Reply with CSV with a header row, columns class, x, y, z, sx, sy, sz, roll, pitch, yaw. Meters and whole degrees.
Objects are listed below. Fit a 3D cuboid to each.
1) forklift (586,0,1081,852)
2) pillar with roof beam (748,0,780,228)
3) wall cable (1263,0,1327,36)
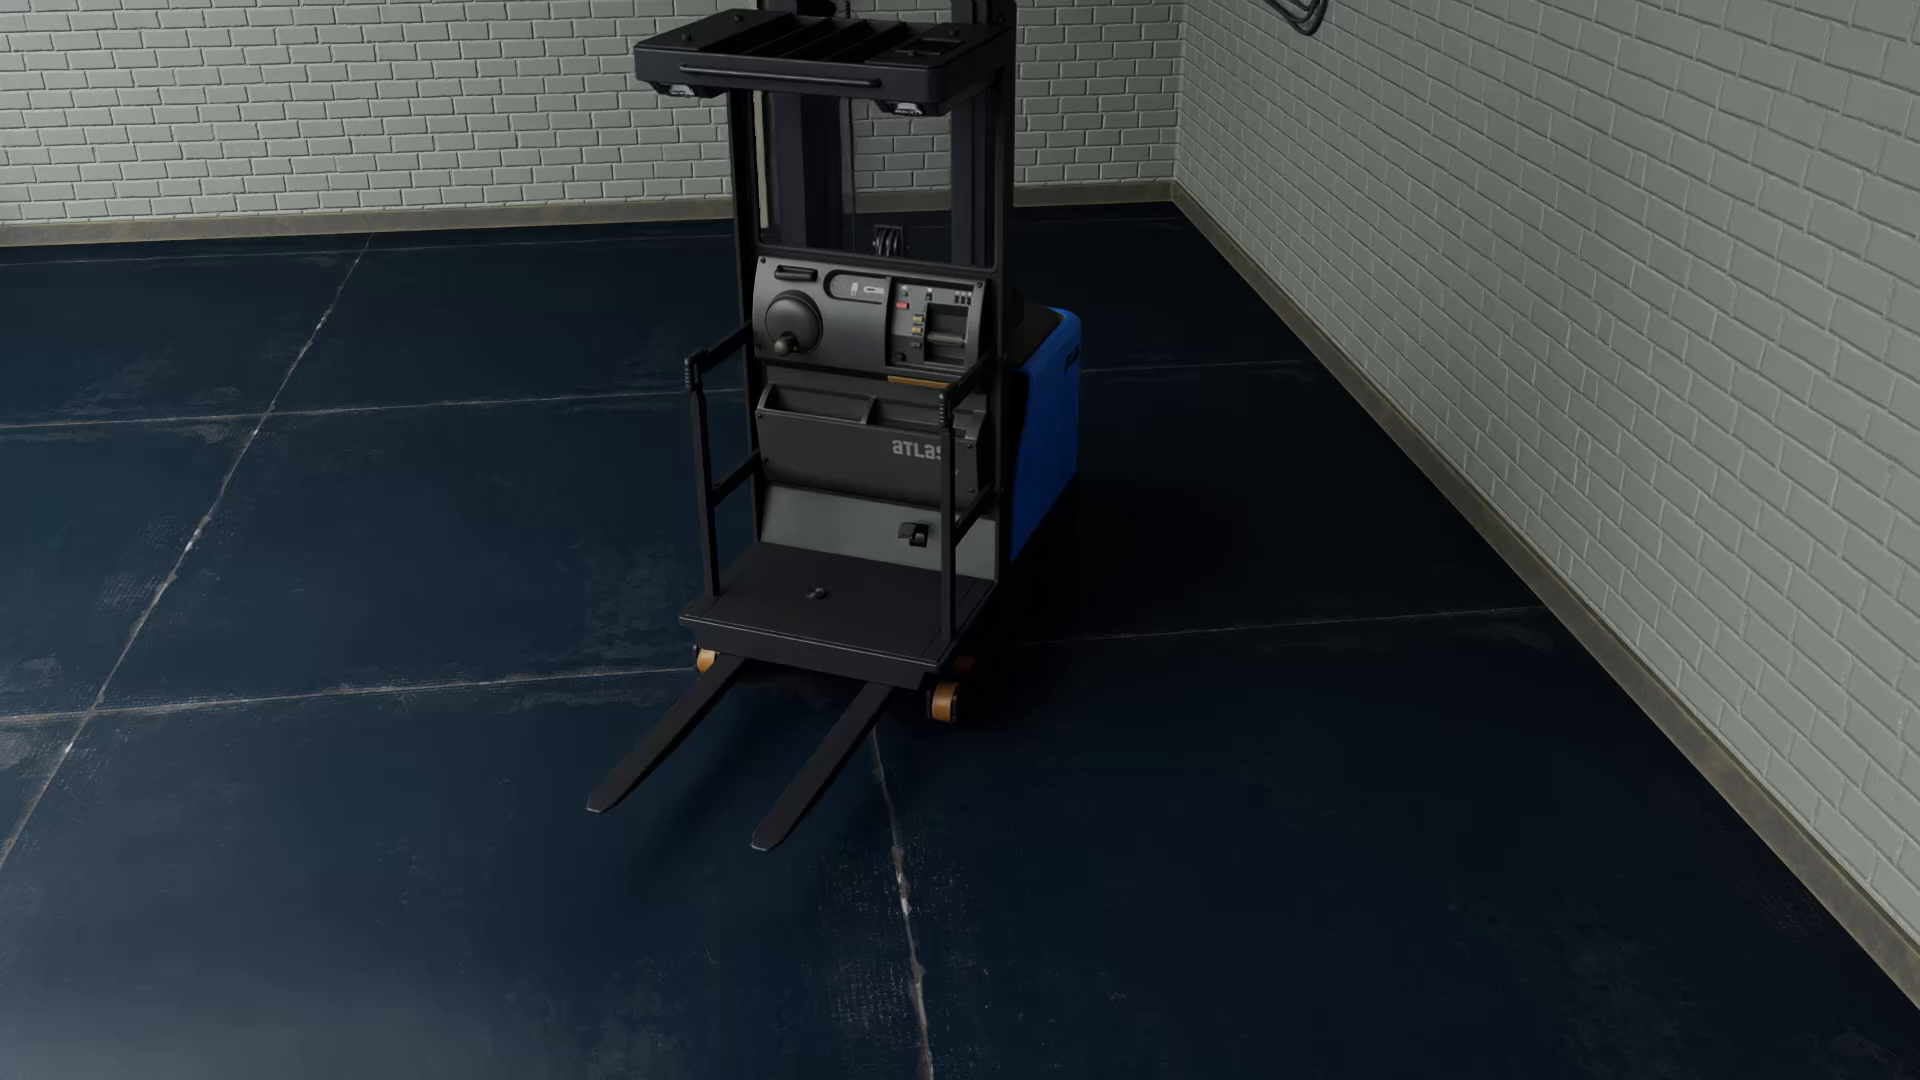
class,x,y,z,sx,sy,sz,roll,pitch,yaw
forklift,-0.420,-0.813,6.123,1.130,2.935,3.031,9,29,17
pillar with roof beam,-0.685,-4.437,6.540,0.400,9.000,9.100,-4,27,-7
wall cable,1.816,-4.591,10.242,0.112,2.526,3.097,-4,27,-7
